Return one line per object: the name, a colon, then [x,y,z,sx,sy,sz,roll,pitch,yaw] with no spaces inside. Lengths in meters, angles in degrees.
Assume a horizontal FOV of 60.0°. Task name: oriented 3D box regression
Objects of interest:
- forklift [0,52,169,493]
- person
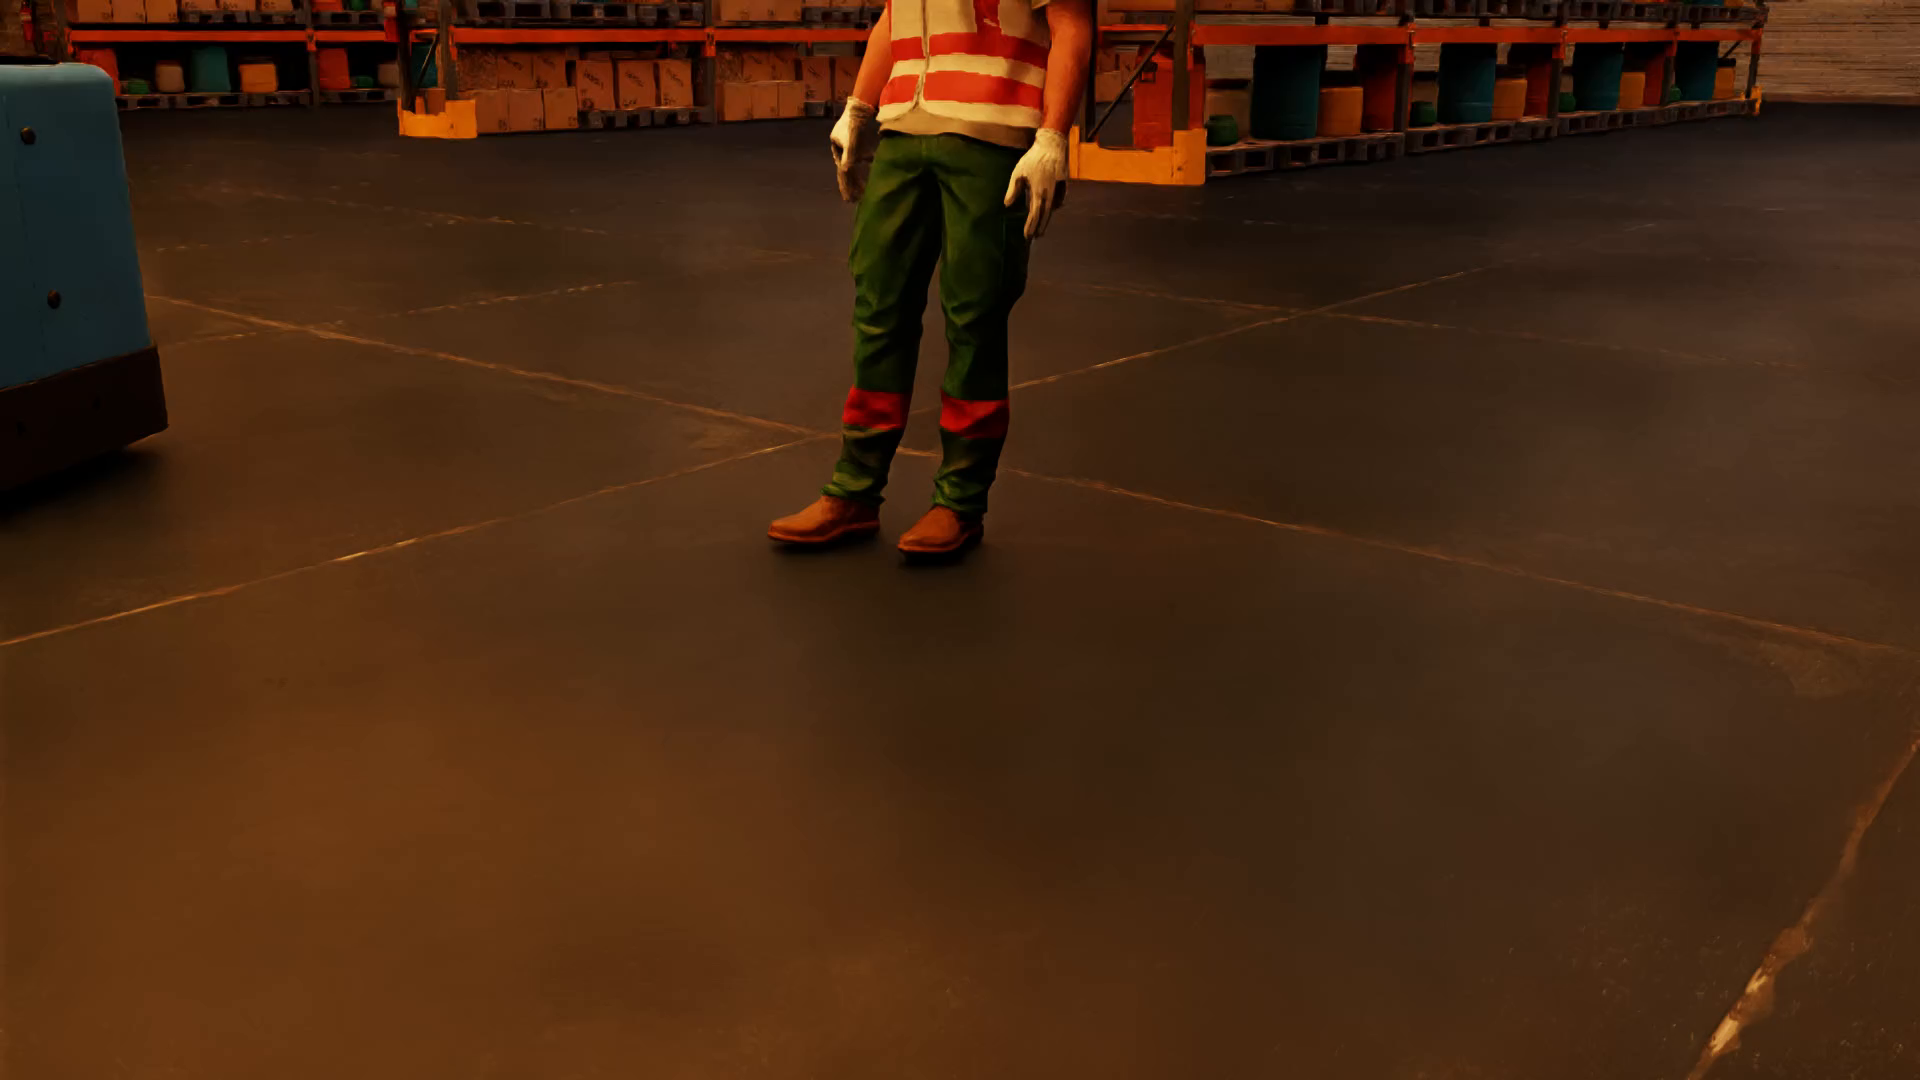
forklift: [-3.816,-1.580,4.100,3.031,2.935,1.130,2,17,7]
person: [-0.060,-0.847,3.627,0.637,1.787,0.563,13,21,37]
